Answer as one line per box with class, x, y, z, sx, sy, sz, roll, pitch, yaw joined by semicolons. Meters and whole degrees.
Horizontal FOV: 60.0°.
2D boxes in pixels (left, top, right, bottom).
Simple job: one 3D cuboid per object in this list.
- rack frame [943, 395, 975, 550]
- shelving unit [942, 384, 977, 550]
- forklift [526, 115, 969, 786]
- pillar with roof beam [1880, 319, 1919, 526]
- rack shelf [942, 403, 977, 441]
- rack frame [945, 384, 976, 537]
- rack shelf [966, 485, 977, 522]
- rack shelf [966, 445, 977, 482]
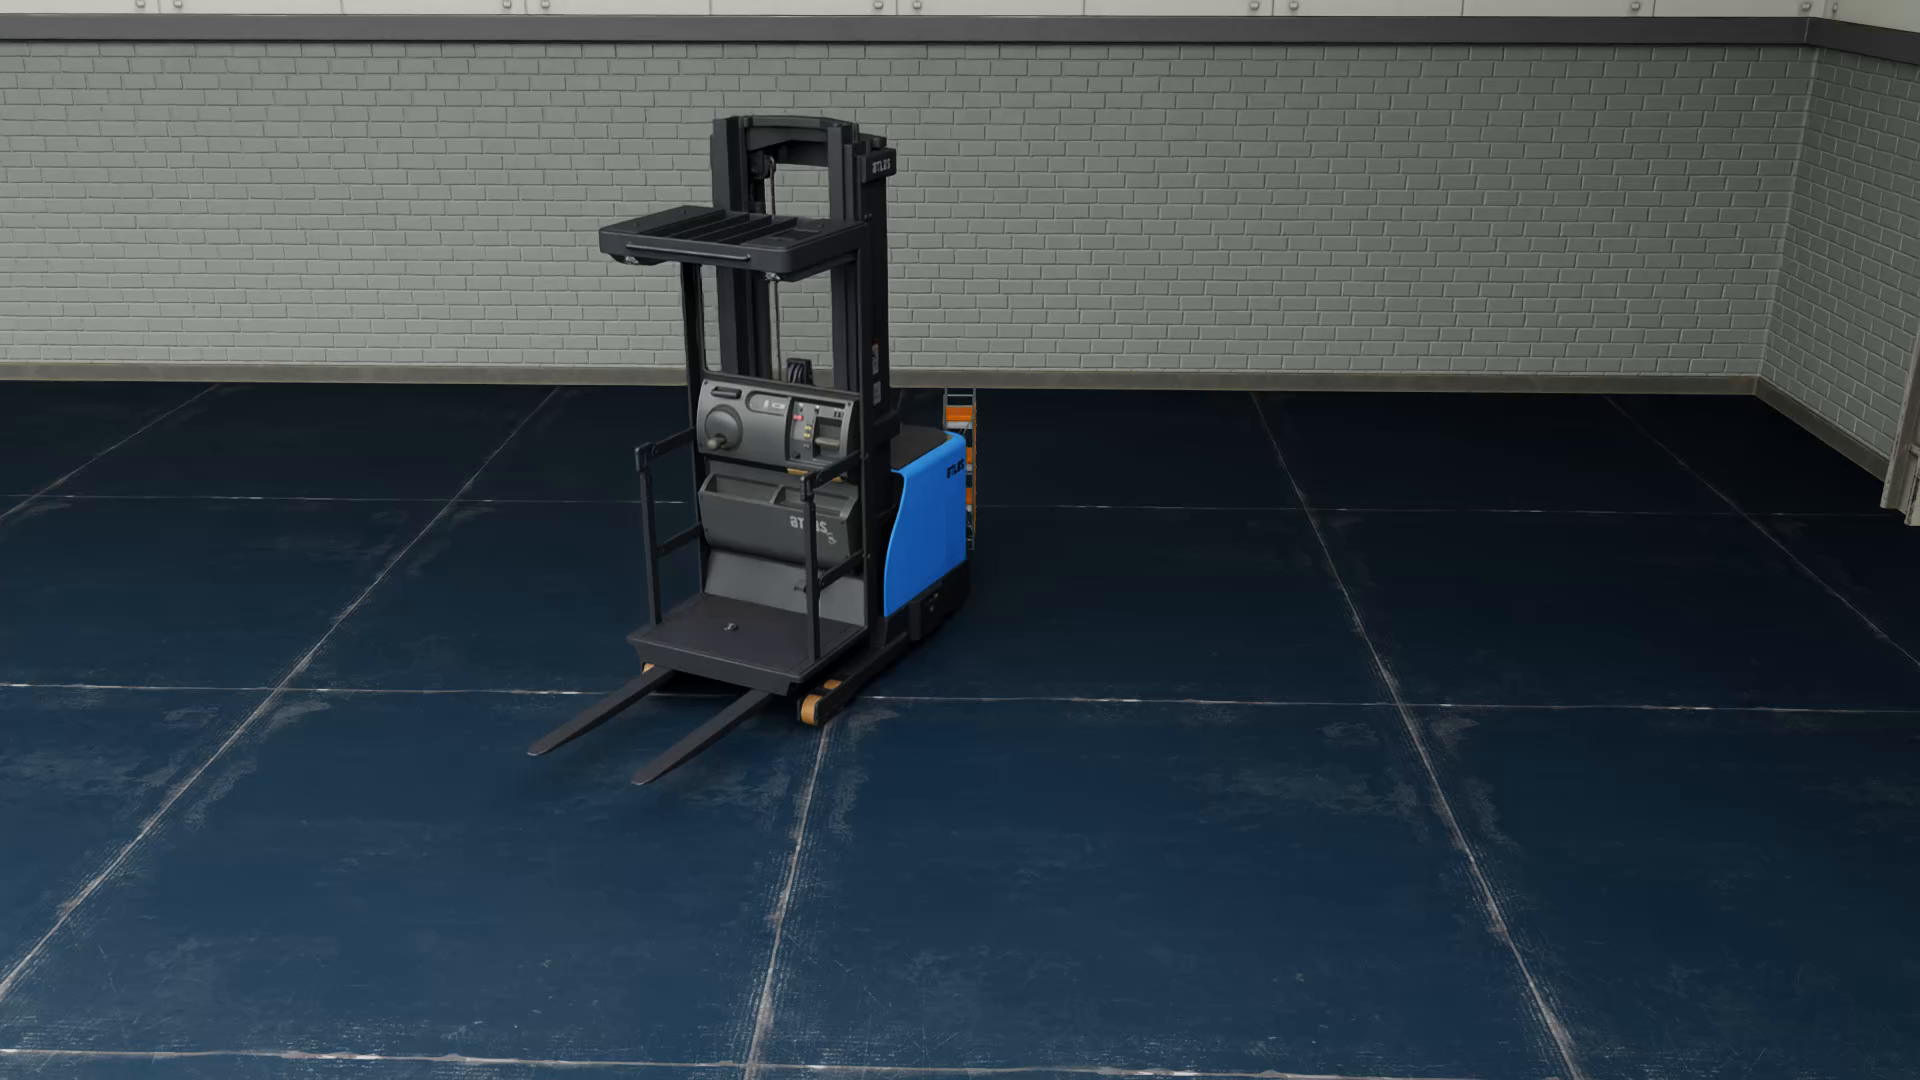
rack frame;-0.005;-0.426;10.675;0.200;1.050;0.008;1;21;2
shelving unit;-0.002;-0.470;10.789;0.215;1.050;0.252;1;21;2
forklift;-1.063;-0.589;8.495;1.130;2.935;3.031;10;24;25
pillar with roof beam;2.288;-4.412;9.960;9.100;9.000;0.400;1;21;2
rack shelf;-0.002;-0.725;10.690;0.215;0.259;0.240;1;21;2
rack frame;0.002;-0.514;10.903;0.200;1.050;0.008;1;21;2
rack shelf;-0.002;-0.201;10.894;0.215;0.259;0.240;1;21;2
rack shelf;-0.002;-0.460;10.793;0.215;0.259;0.240;1;21;2
